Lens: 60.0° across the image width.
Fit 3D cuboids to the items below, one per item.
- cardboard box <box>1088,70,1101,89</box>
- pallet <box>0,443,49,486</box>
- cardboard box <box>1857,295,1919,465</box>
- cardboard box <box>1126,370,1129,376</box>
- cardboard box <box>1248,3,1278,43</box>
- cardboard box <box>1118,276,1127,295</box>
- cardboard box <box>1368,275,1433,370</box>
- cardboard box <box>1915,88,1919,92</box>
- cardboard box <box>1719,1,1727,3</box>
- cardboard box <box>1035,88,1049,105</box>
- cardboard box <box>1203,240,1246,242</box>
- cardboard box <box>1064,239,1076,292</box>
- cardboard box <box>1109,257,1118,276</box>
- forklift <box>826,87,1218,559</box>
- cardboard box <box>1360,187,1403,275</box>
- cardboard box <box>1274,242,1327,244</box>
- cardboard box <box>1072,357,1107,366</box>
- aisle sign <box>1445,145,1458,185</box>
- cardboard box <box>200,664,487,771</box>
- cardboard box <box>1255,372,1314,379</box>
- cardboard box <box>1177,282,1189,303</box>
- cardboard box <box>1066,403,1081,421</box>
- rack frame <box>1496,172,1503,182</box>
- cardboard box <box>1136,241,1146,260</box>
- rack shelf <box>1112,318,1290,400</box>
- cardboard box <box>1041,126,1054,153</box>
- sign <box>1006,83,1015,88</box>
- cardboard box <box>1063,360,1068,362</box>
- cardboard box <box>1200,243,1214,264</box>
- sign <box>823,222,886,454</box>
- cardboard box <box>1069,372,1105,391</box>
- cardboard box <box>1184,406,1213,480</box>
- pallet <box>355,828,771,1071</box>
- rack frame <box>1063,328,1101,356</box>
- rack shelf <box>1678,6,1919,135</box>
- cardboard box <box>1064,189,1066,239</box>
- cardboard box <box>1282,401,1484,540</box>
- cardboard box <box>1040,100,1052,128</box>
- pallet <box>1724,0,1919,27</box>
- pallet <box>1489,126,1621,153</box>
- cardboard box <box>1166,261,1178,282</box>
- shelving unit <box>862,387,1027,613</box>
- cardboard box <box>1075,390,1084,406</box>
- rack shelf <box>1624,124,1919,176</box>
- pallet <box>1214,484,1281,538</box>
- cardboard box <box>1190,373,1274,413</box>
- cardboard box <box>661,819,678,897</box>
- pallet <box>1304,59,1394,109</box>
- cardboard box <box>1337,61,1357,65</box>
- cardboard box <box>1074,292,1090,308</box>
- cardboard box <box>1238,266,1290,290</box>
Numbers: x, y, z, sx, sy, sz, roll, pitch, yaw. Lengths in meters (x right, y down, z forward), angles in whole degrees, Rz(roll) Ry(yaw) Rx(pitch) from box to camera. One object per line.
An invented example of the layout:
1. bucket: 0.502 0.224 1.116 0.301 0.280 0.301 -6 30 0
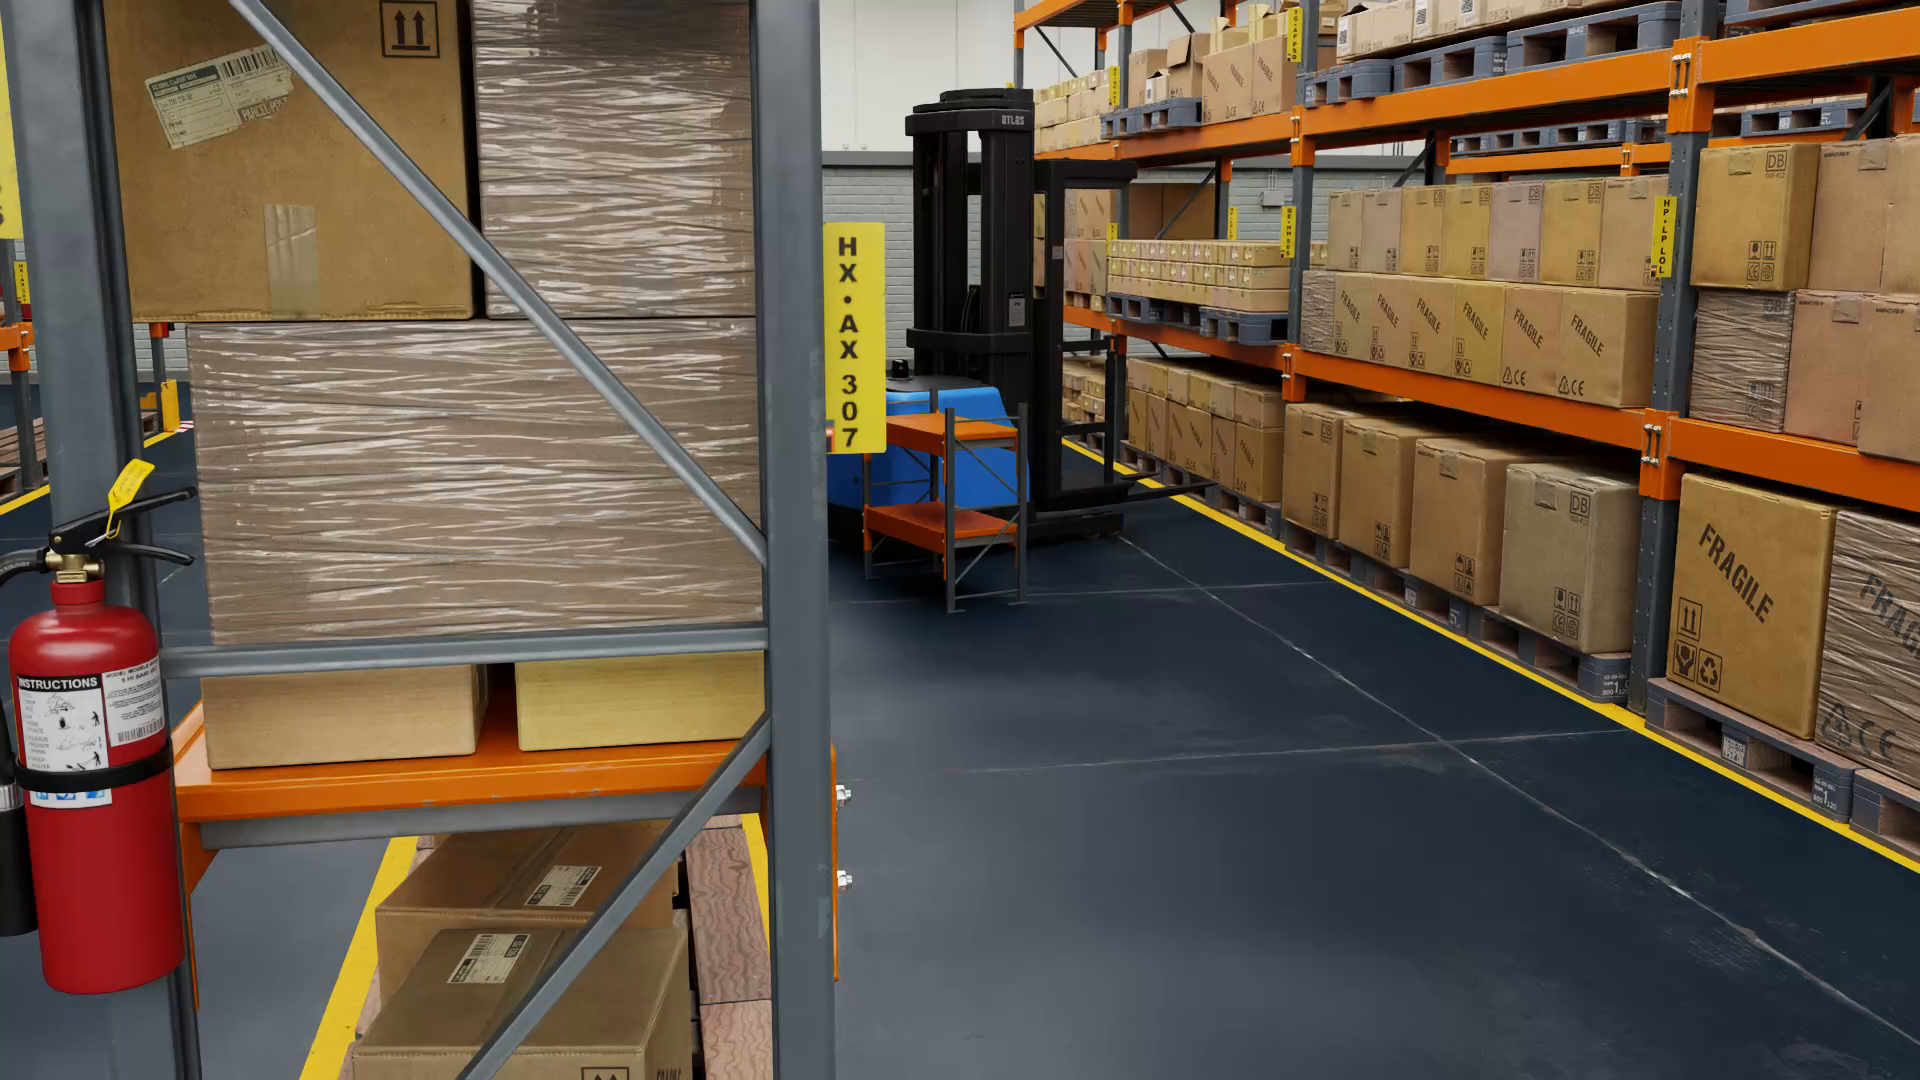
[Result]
1. cardboard box: 1.384 -4.182 15.123 0.380 0.149 0.250 -2 11 -11
2. pallet: -8.061 -0.624 13.909 1.003 0.211 1.213 -2 11 -11
3. cardboard box: 3.621 -0.538 5.599 0.875 0.550 0.550 -2 11 -11
4. cardboard box: 1.730 -1.612 16.553 0.380 0.149 0.250 -3 11 -13
5. cardboard box: 2.193 -3.525 11.360 0.396 0.266 0.258 -2 11 -11
6. cardboard box: 1.548 -2.145 13.995 0.380 0.149 0.250 -2 11 -10
7. cardboard box: 2.663 -1.240 9.420 0.500 0.500 0.500 -2 11 -11
8. cardboard box: 7.256 -3.461 11.938 0.797 0.503 0.637 -3 11 -15
9. cardboard box: 3.547 -2.518 7.348 0.258 0.266 0.396 -2 11 -12
10. cardboard box: 0.985 -4.565 17.133 0.380 0.149 0.250 -2 11 -10
11. cardboard box: 2.234 -2.414 13.815 0.380 0.149 0.250 -2 11 -13
12. cardboard box: 1.297 -2.662 16.099 0.500 0.500 0.500 -2 11 -11
13. cardboard box: 1.489 -2.342 14.233 0.380 0.149 0.250 -2 11 -10
14. forklift: 0.496 -1.512 11.301 3.031 2.935 1.130 -8 14 -37
15. cardboard box: 2.818 -1.833 9.865 0.700 0.500 0.500 -2 11 -12
16. cardboard box: 2.538 -2.128 12.312 0.380 0.149 0.250 -2 11 -8
17. cardboard box: 1.429 -1.898 18.055 0.380 0.149 0.250 -2 11 -10
18. aisle sign: 5.623 -4.414 19.412 0.394 0.787 0.004 -2 11 -11
19. cardboard box: -0.946 0.239 2.589 0.380 0.149 0.250 -2 11 -11
20. cardboard box: 2.562 -1.135 12.692 0.500 0.250 0.500 -2 11 -11
21. cardboard box: 1.850 -1.861 12.498 0.380 0.149 0.250 -2 11 -9
22. cardboard box: 1.251 -1.257 16.281 0.380 0.149 0.250 -2 11 -11
23. rack frame: 5.921 -3.134 19.641 1.000 3.000 0.127 -2 11 -11
24. cardboard box: 1.642 -2.344 13.449 0.380 0.149 0.250 -2 11 -12
25. rack shelf: 2.252 -1.482 12.884 1.077 0.370 4.000 -2 11 -11
26. cardboard box: 1.133 -4.053 16.848 0.500 0.250 0.500 -2 11 -13
27. sign: 0.553 -4.819 18.132 0.100 0.325 0.005 -2 11 -11
28. cardboard box: 0.949 -1.828 17.690 0.380 0.149 0.250 -2 11 -11
29. cardboard box: 1.943 -2.060 11.954 0.380 0.149 0.250 -2 11 -9
30. sign: -0.156 -0.284 2.353 0.100 0.325 0.005 -2 11 -11
31. cardboard box: 1.278 -1.544 16.194 0.380 0.149 0.250 -3 11 -14
32. cardboard box: 2.041 -0.750 12.676 0.500 0.500 0.500 -3 11 -14
33. pallet: -1.060 1.143 4.627 1.003 0.211 1.213 -2 11 -11
34. rack frame: 1.085 -2.936 18.598 1.000 3.000 0.127 -2 11 -11
35. rack shelf: 3.808 -1.488 4.895 1.077 0.370 4.000 -2 11 -11
36. cardboard box: 1.198 -3.248 16.503 0.500 0.500 0.500 -2 11 -13
37. cardboard box: 2.671 -0.455 10.457 1.050 0.750 0.750 -2 11 -12
38. cardboard box: 1.105 -4.302 16.821 0.500 0.250 0.500 -2 11 -10
39. pallet: 3.568 -2.014 5.972 1.003 0.211 1.213 -2 11 -11
40. pallet: 6.316 -4.204 17.478 1.003 0.211 1.213 -2 11 -11
41. cardboard box: 1.795 -2.055 12.726 0.380 0.149 0.250 -2 11 -12
42. shelving unit: -0.105 -0.259 9.549 0.538 1.125 1.048 -6 12 -29
43. cardboard box: 1.335 -1.394 16.202 0.380 0.149 0.250 -2 11 -10
44. rack shelf: 7.088 -3.154 13.647 1.077 0.370 4.000 -2 11 -11
45. pallet: 2.491 -0.242 11.903 1.003 0.211 1.213 -2 11 -11
46. cardboard box: 2.059 -1.117 12.600 0.500 0.250 0.500 -2 11 -10
47. cardboard box: -1.110 0.739 4.852 0.500 0.500 0.500 -3 11 -16
48. pallet: 2.819 -2.733 10.016 1.213 0.211 1.003 -2 11 -8
49. cardboard box: 2.549 -3.007 10.232 0.380 0.149 0.250 -3 11 -13
50. cardboard box: 1.320 -2.314 16.003 0.380 0.149 0.250 -3 11 -13
51. cardboard box: 2.099 -1.772 11.235 0.380 0.149 0.250 -2 11 -10
